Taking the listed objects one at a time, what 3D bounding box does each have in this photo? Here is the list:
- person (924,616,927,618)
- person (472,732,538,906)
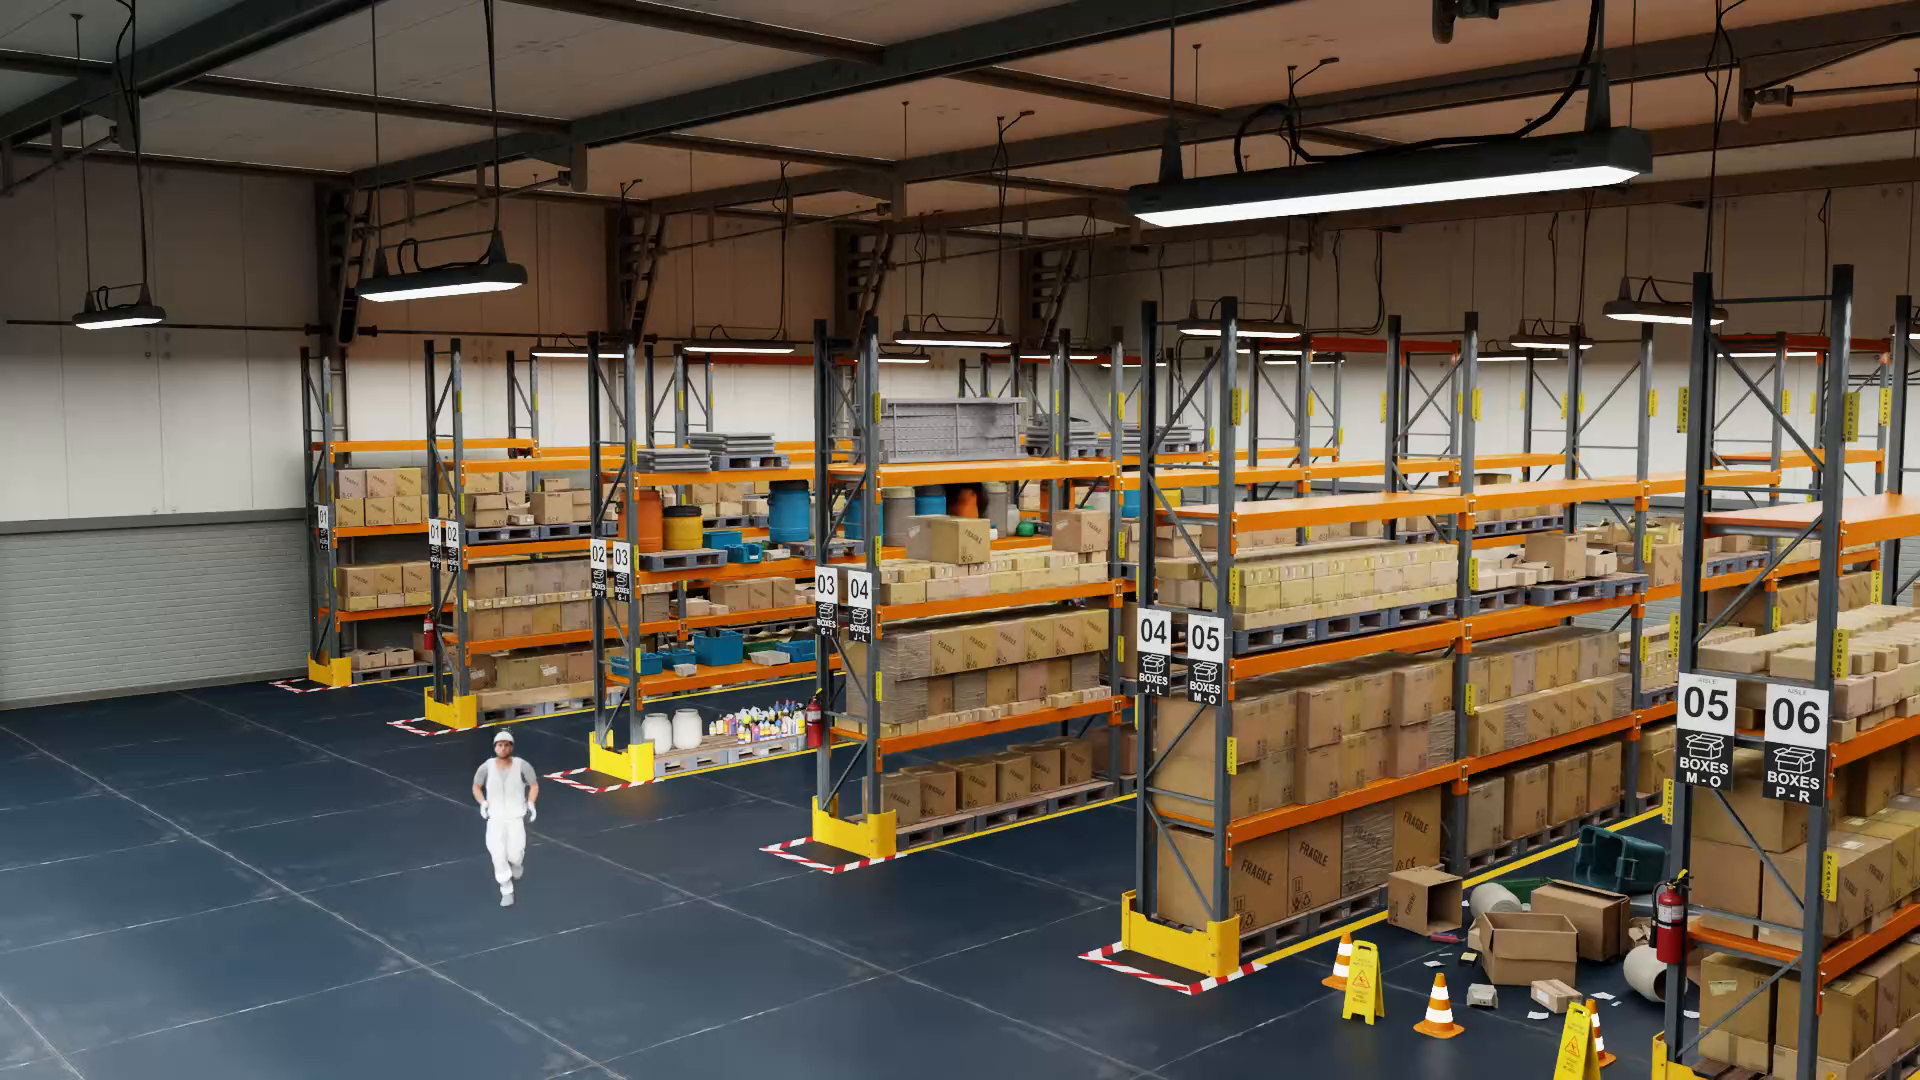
[{"bbox_3d":[-0.323,1.490,28.777,0.559,1.798,0.638,-4,7,-41],"label":"person"},{"bbox_3d":[-4.642,2.811,16.979,0.656,1.745,0.615,-1,5,-11],"label":"person"}]
